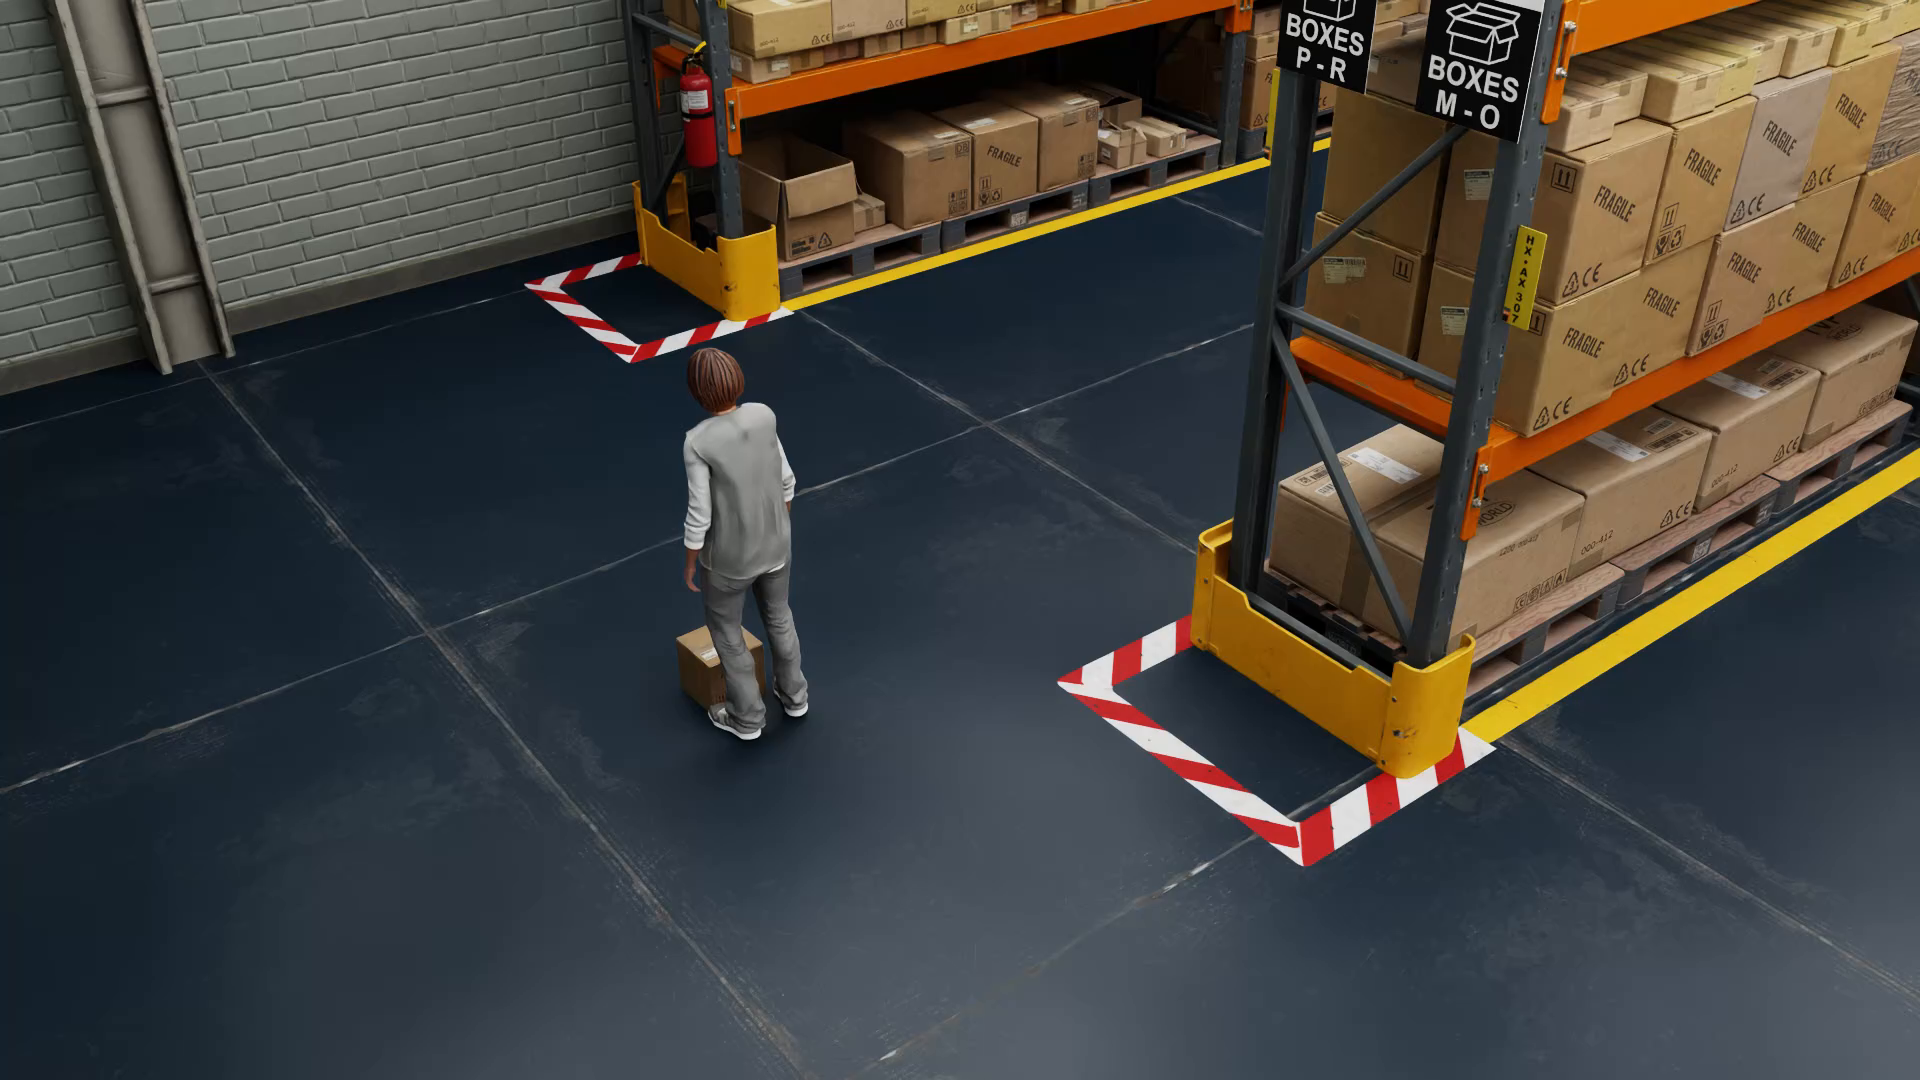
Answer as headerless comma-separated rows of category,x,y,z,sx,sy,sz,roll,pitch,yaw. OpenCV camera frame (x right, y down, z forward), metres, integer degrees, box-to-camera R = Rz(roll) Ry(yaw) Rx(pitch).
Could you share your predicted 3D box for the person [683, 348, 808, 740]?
person,-0.793,0.038,6.087,0.485,1.594,0.341,-25,40,-33
